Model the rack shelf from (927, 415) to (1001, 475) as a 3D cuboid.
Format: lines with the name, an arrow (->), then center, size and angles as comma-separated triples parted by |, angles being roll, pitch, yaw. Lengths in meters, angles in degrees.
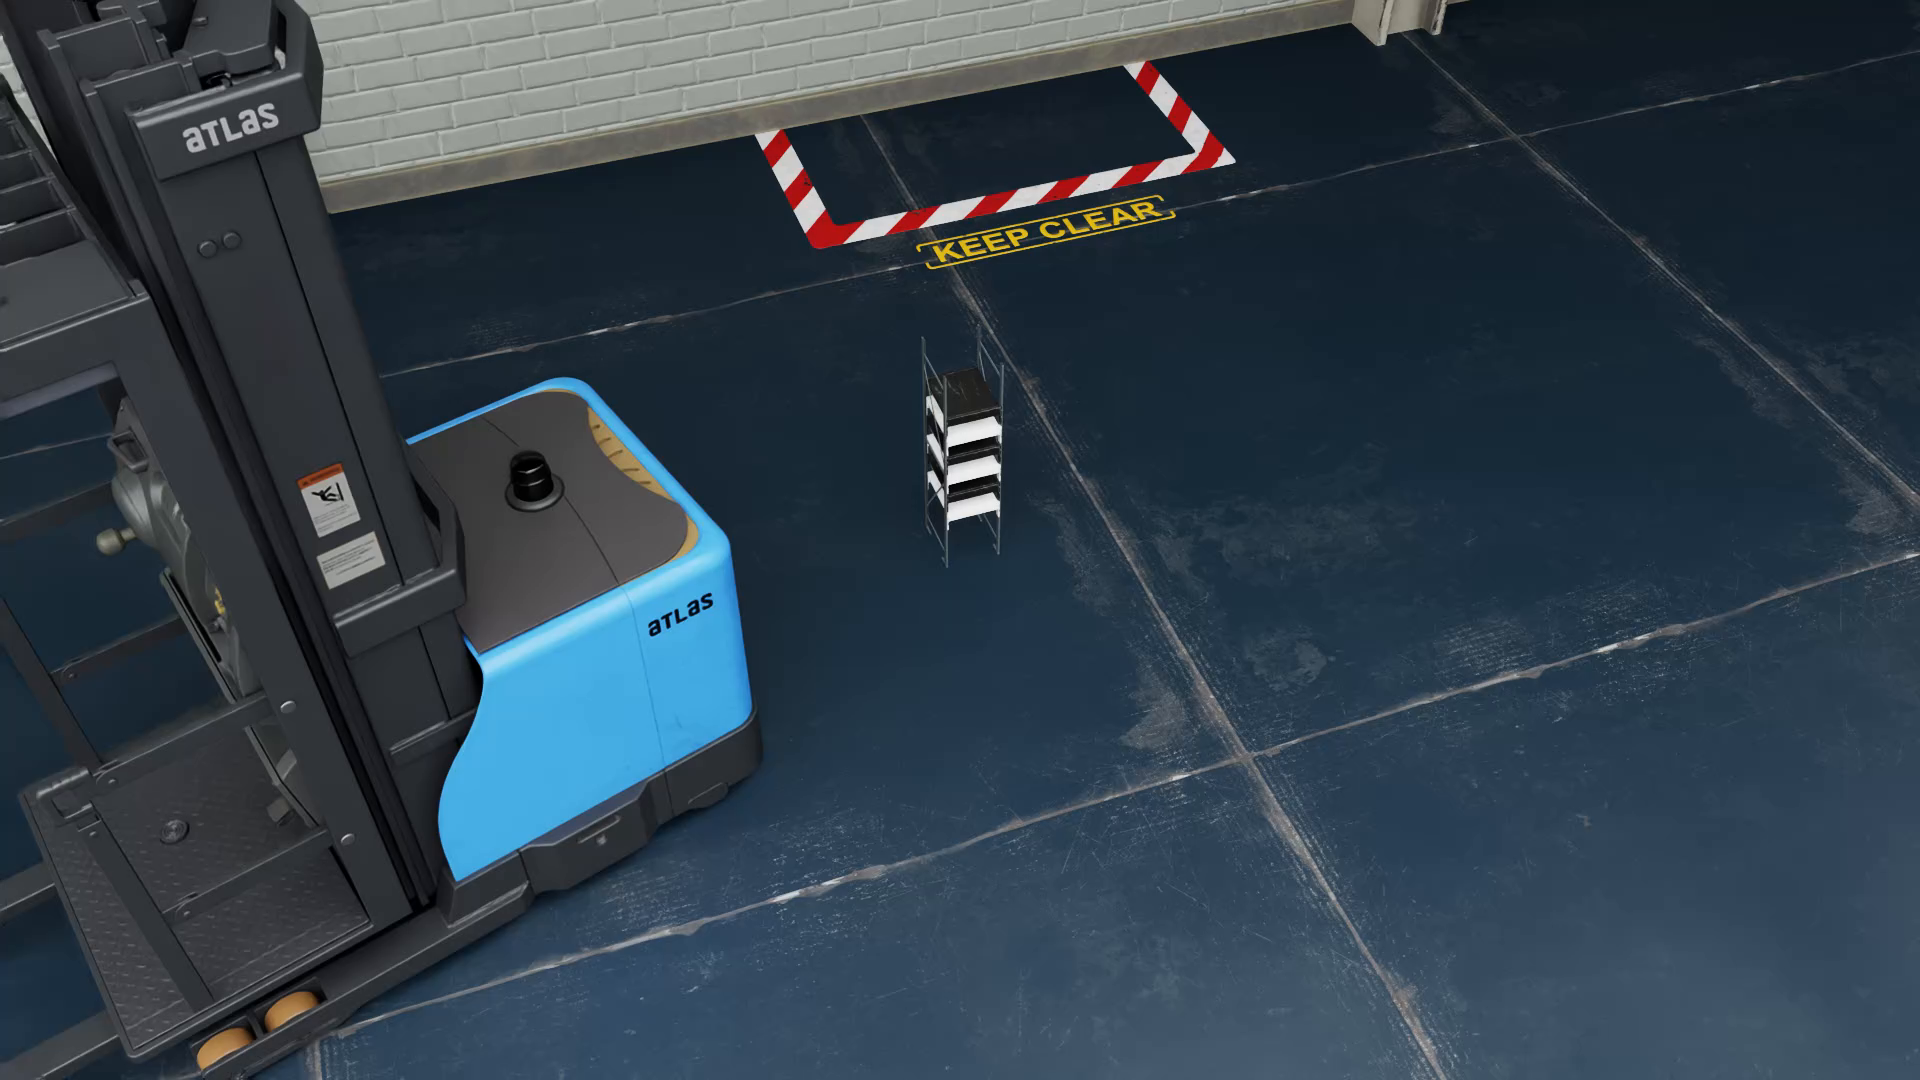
rack shelf -> 0.008, -0.360, 5.893 | 0.200, 0.077, 0.258 | -14, 47, -14

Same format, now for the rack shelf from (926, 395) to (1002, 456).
rack shelf -> 0.008, -0.423, 5.829 | 0.200, 0.077, 0.258 | -14, 47, -14

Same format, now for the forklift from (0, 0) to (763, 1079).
forklift -> -2.129, 0.079, 4.102 | 3.031, 2.935, 1.130 | -28, 51, -25

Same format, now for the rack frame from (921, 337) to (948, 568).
rack frame -> -0.088, -0.295, 5.909 | 0.006, 0.900, 0.240 | -14, 47, -14

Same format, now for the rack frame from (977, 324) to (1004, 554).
rack frame -> 0.103, -0.344, 5.958 | 0.006, 0.900, 0.240 | -14, 47, -14

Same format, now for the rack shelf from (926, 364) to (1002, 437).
rack shelf -> 0.008, -0.487, 5.766 | 0.200, 0.077, 0.258 | -14, 47, -14

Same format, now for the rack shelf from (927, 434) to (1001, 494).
rack shelf -> 0.008, -0.296, 5.957 | 0.200, 0.077, 0.258 | -14, 47, -14

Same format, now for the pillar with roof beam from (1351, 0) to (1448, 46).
pillar with roof beam -> 3.821, -3.098, 2.984 | 0.400, 9.000, 9.100 | -14, 47, -14

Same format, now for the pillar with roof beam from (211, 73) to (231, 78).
pillar with roof beam -> -1.822, -1.655, 1.546 | 0.400, 9.000, 9.100 | -14, 47, -14

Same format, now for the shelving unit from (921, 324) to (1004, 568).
shelving unit -> 0.008, -0.320, 5.933 | 0.210, 0.900, 0.258 | -14, 47, -14

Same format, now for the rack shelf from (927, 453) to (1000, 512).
rack shelf -> 0.008, -0.233, 6.021 | 0.200, 0.077, 0.258 | -14, 47, -14

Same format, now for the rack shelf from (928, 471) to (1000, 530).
rack shelf -> 0.008, -0.169, 6.084 | 0.200, 0.077, 0.258 | -14, 47, -14
